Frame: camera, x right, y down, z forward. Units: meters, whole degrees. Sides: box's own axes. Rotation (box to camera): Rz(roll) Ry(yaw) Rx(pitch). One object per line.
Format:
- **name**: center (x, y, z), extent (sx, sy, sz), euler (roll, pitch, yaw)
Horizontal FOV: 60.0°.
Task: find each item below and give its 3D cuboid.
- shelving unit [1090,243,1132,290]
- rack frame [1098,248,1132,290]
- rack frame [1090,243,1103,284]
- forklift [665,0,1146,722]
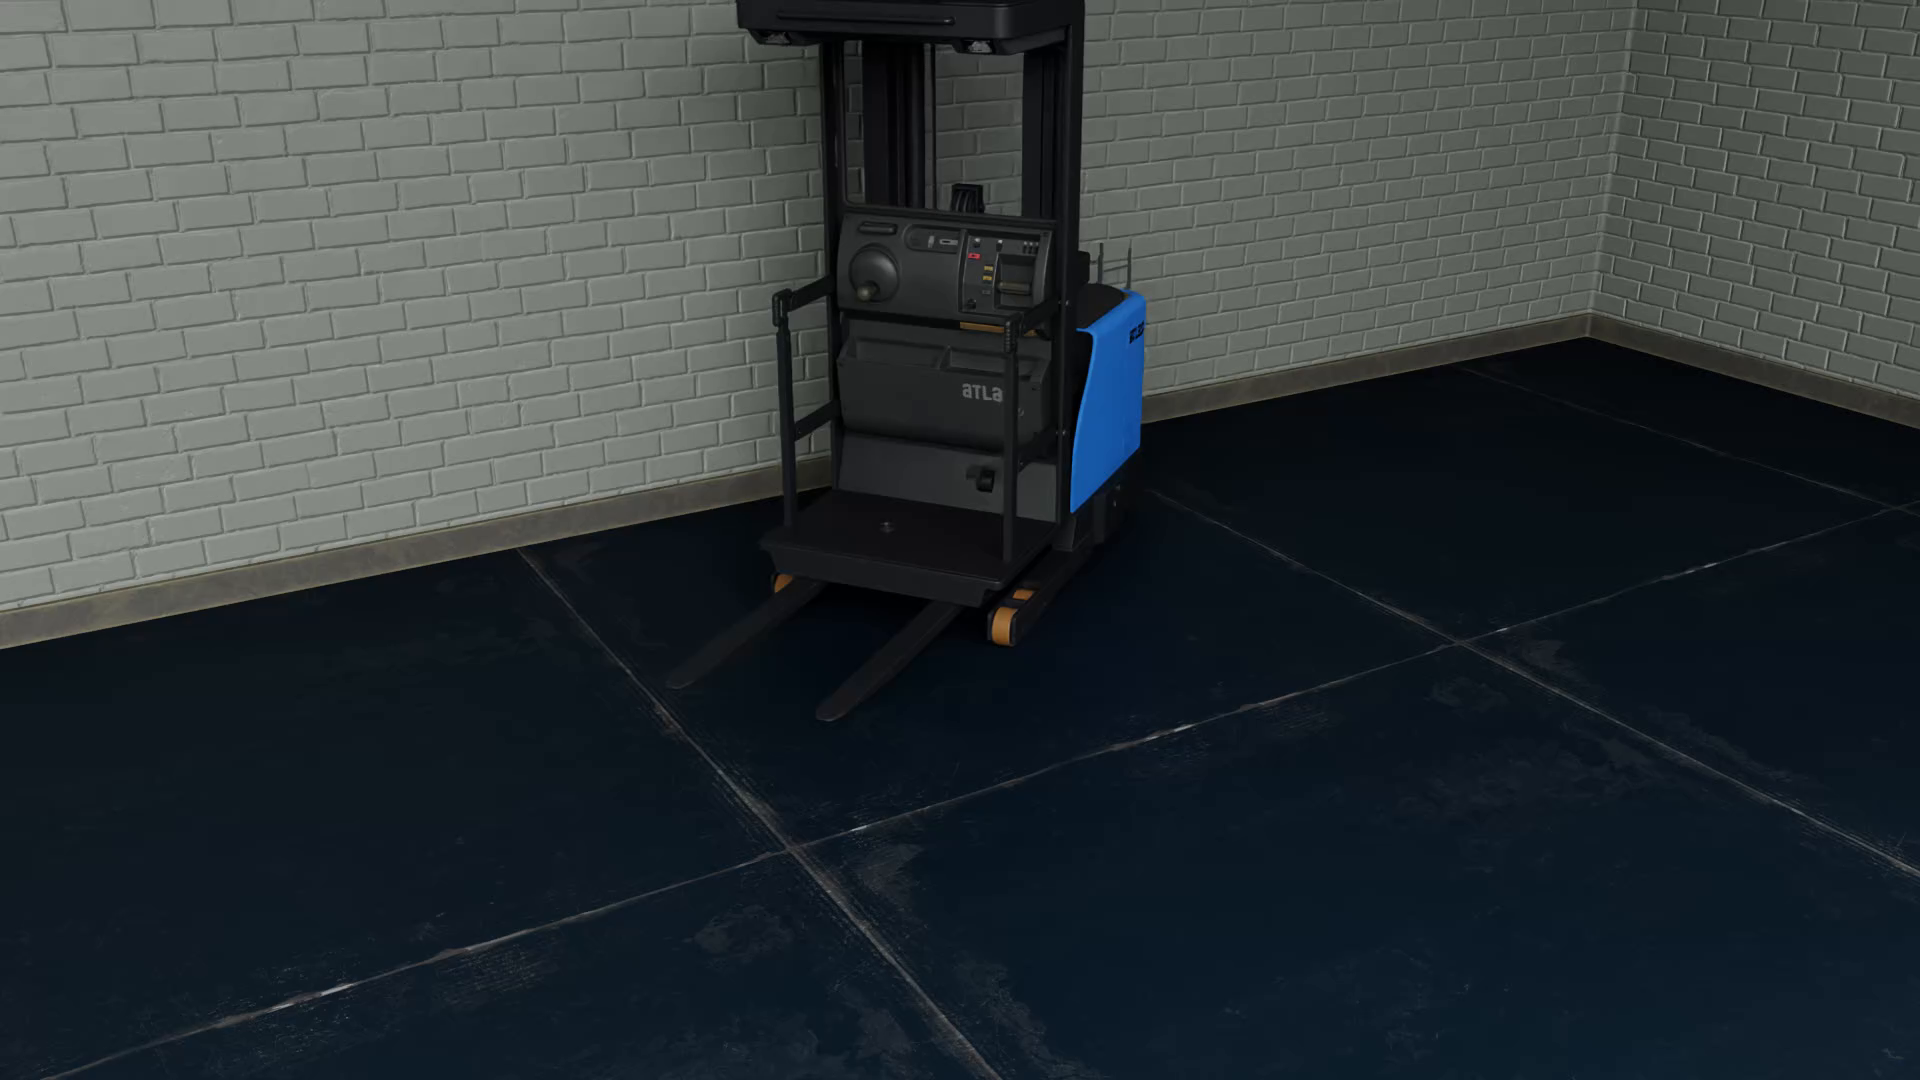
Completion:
- **shelving unit**: center (0.694, -0.860, 8.330), extent (0.258, 1.200, 0.189), euler (-20, 29, -40)
- **rack frame**: center (0.758, -0.837, 8.269), extent (0.240, 1.200, 0.006), euler (-20, 29, -40)
- **rack frame**: center (0.630, -0.883, 8.391), extent (0.240, 1.200, 0.006), euler (-20, 29, -40)
- **forklift**: center (-0.153, -1.105, 6.638), extent (1.130, 2.935, 3.031), euler (9, 24, 21)
